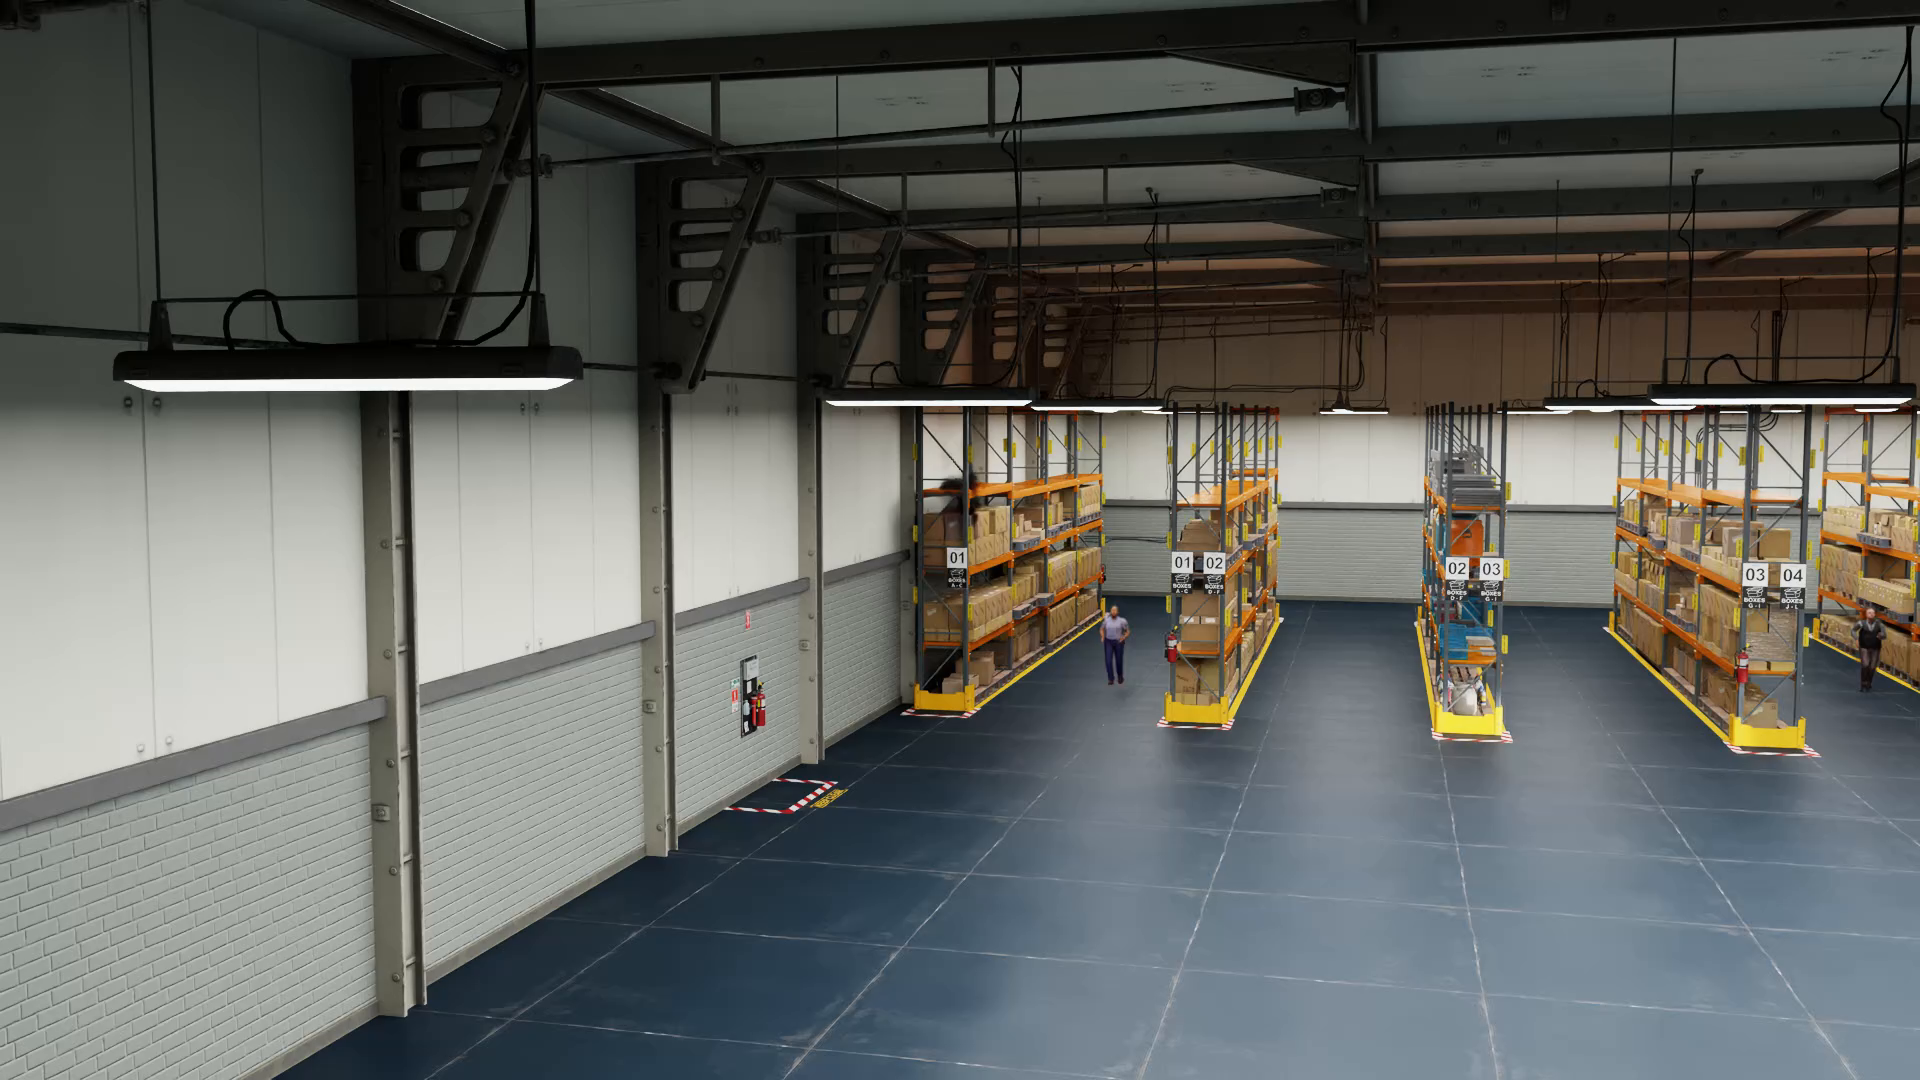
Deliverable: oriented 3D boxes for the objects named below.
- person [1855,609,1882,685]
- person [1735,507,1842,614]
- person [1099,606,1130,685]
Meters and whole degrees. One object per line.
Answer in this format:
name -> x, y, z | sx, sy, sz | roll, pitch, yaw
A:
person -> 18.926, 2.234, 34.645 | 0.500, 1.605, 0.706 | 1, 4, 15
person -> 21.384, 1.333, 38.557 | 8.571, 3.100, 20.971 | 0, 4, 0
person -> 3.130, 2.149, 33.866 | 0.623, 1.610, 0.572 | 1, 4, 14
